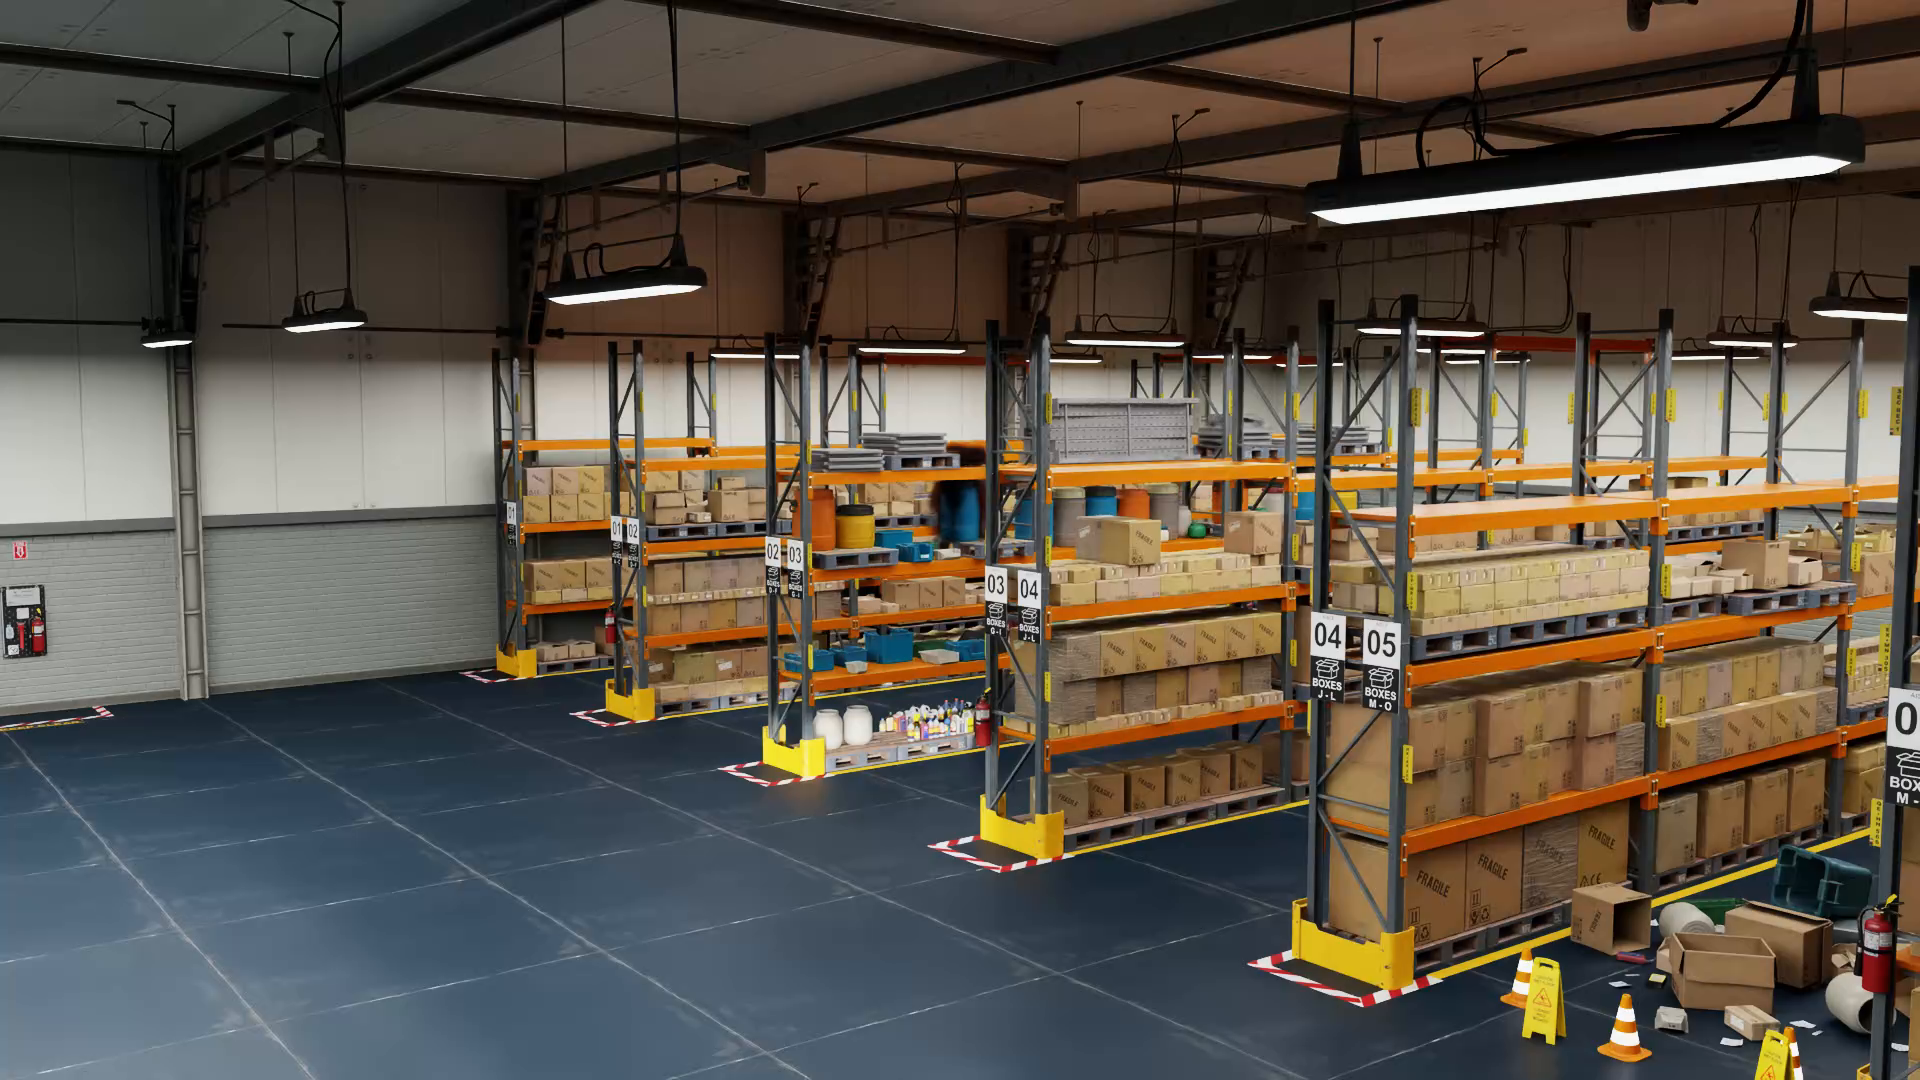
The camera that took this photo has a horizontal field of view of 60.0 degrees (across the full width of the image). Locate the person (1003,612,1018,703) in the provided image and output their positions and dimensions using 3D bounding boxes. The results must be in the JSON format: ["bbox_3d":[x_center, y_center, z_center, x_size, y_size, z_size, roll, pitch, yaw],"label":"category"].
[{"bbox_3d":[0.870,1.918,27.388,0.940,1.767,0.630,-4,6,-35],"label":"person"}]

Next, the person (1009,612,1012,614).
[{"bbox_3d":[0.959,1.239,35.011,1.080,1.725,0.731,-4,7,-41],"label":"person"}]
